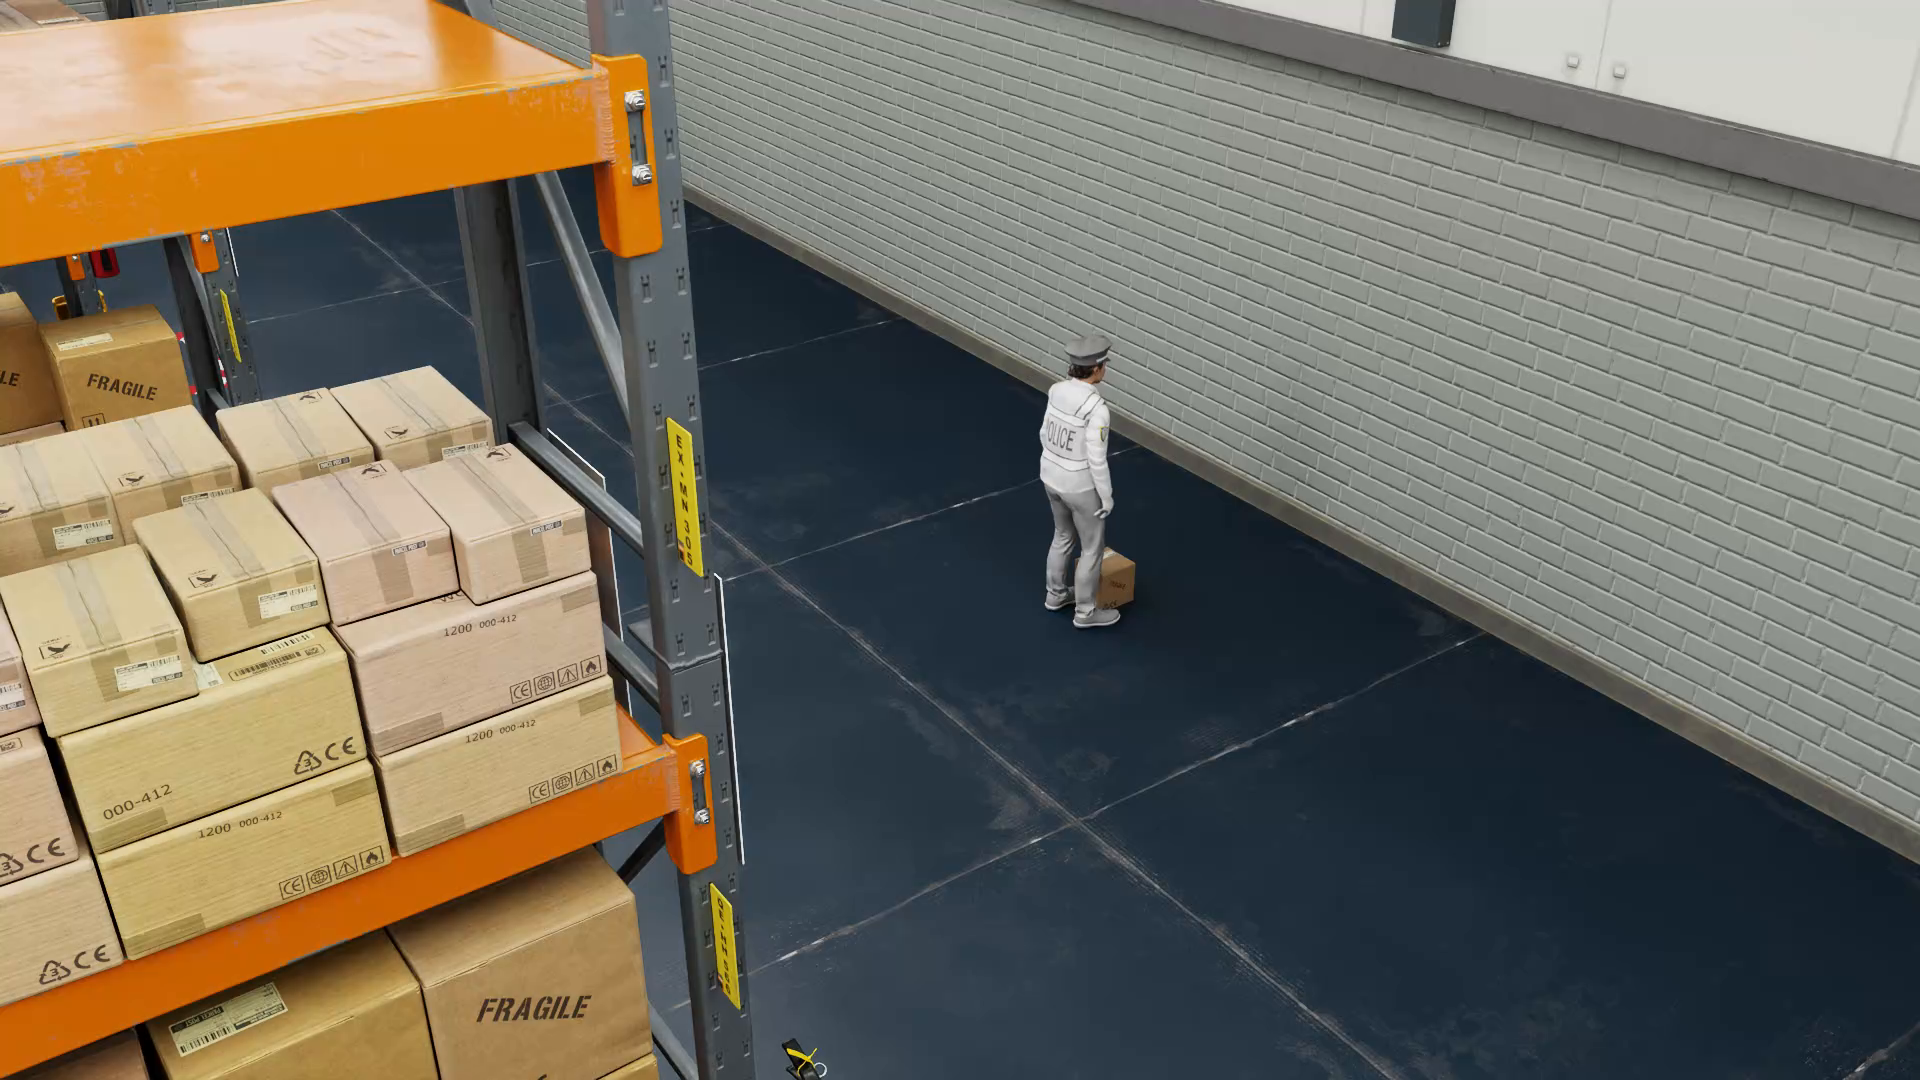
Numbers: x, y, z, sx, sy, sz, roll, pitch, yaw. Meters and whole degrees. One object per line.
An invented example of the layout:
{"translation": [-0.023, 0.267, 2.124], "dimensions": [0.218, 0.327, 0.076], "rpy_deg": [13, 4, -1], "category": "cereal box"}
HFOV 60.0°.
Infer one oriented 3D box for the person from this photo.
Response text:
{"translation": [0.654, -0.314, 9.237], "dimensions": [0.376, 1.663, 0.527], "rpy_deg": [-19, 34, -31], "category": "person"}
